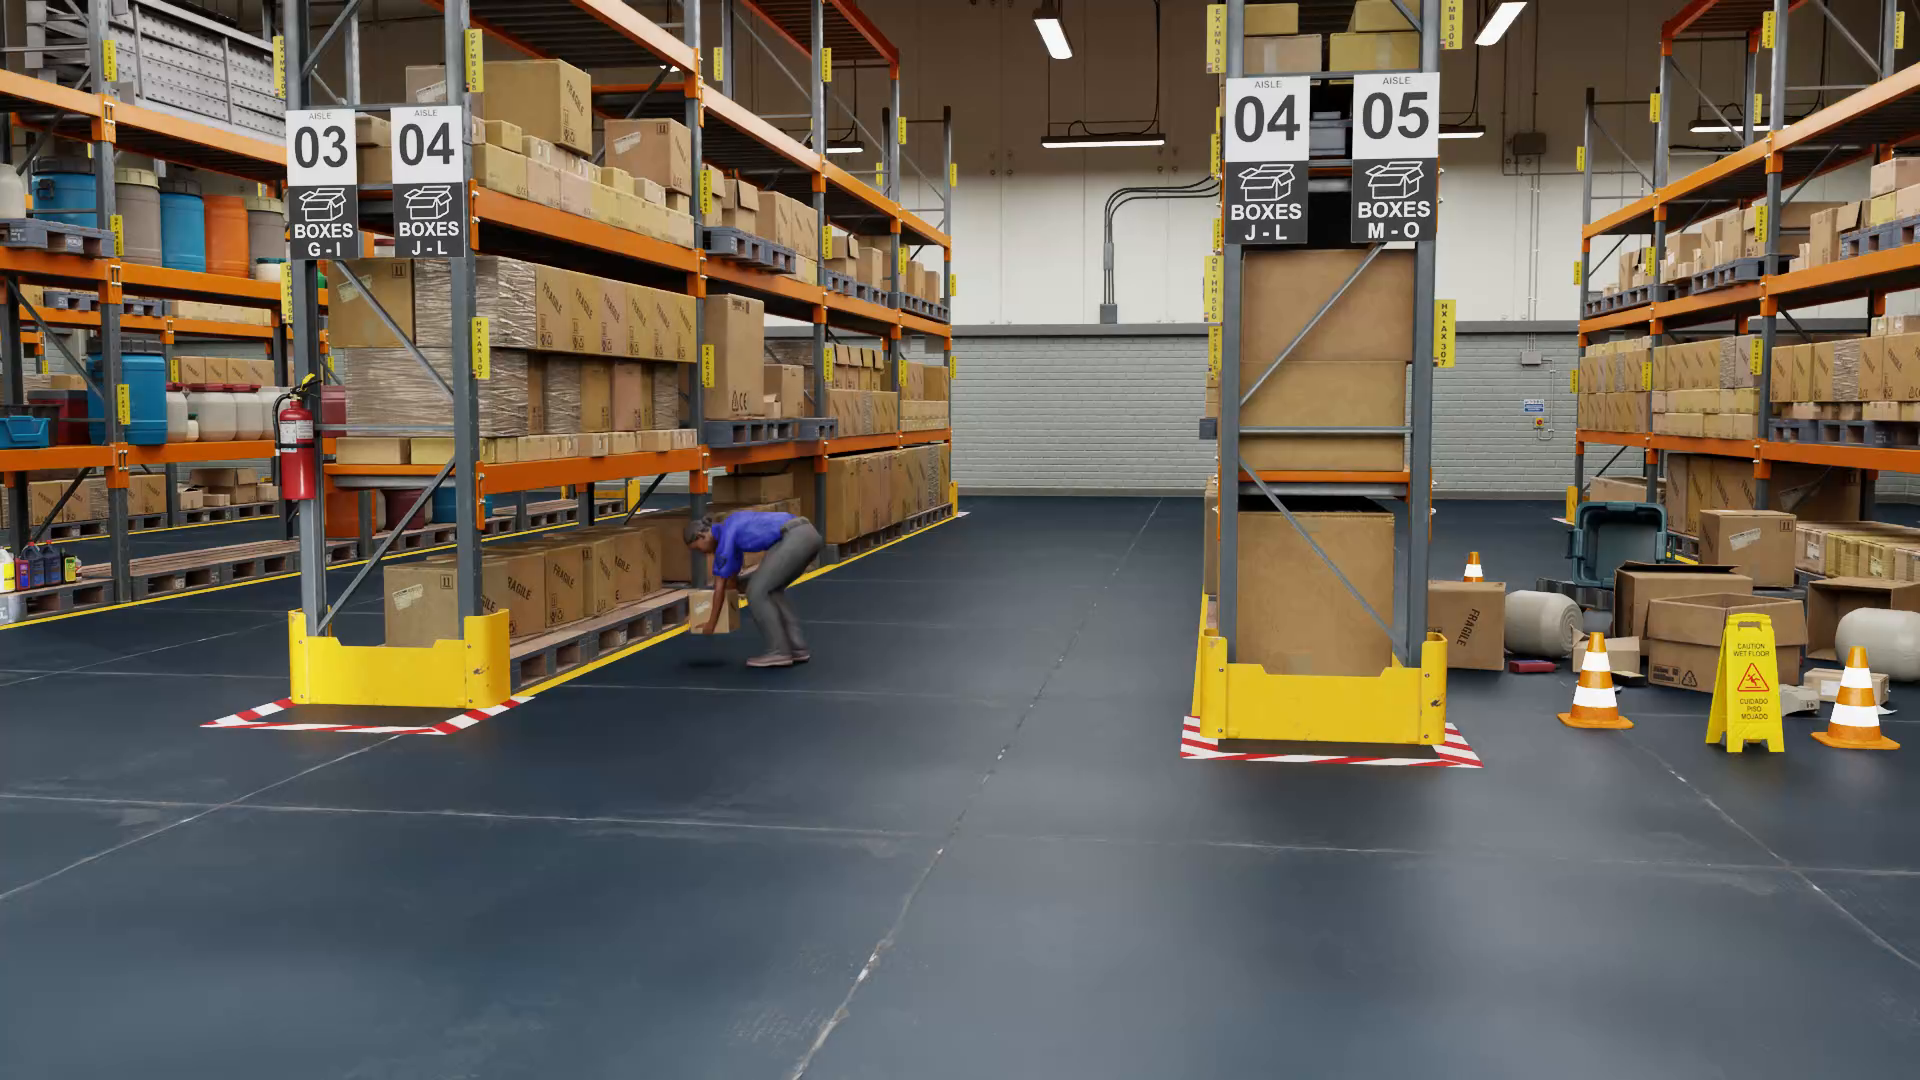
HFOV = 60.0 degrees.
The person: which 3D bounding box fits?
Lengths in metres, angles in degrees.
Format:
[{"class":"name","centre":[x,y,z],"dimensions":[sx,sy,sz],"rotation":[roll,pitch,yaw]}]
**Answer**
[{"class":"person","centre":[-1.185,-0.066,10.426],"dimensions":[0.513,1.565,0.413],"rotation":[1,5,8]}]
